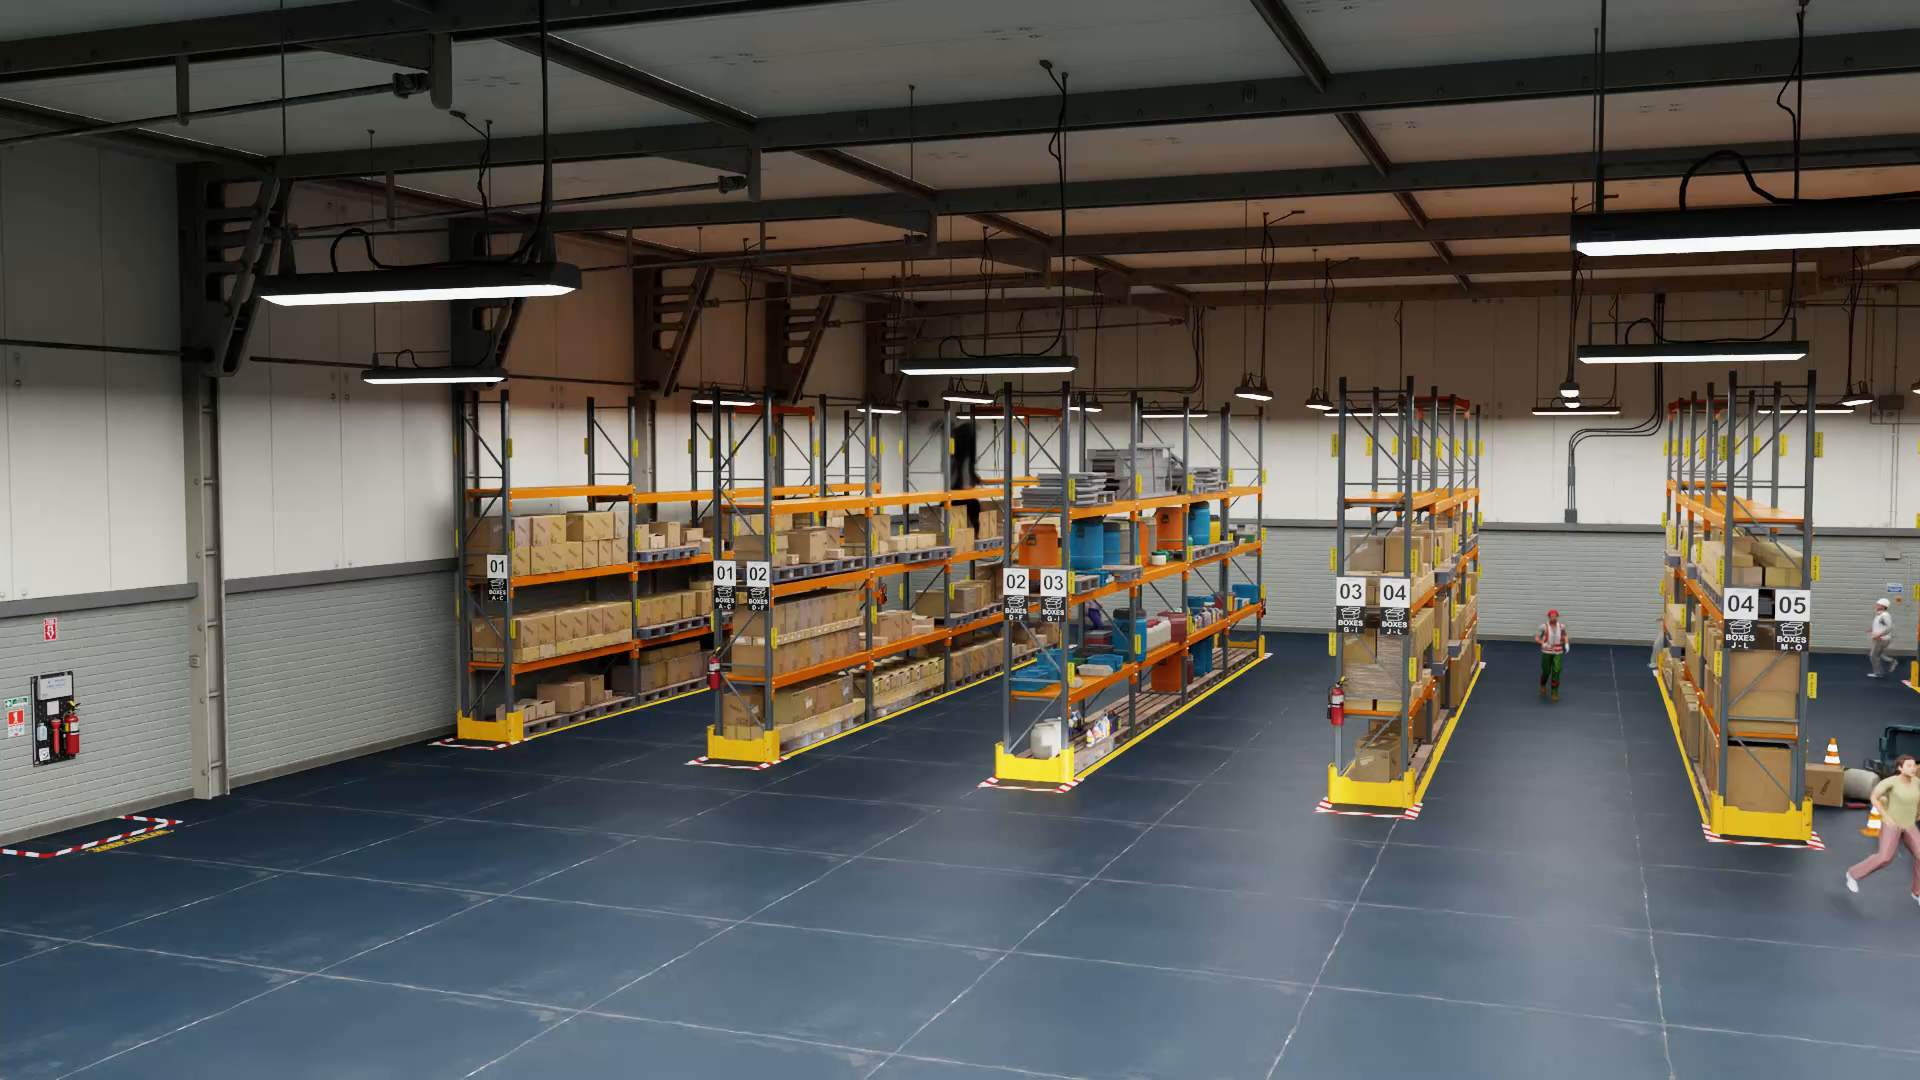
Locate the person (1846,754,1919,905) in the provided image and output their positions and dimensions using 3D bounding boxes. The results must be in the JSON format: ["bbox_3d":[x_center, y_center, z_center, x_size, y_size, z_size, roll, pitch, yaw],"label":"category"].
[{"bbox_3d":[10.338,3.189,18.390,0.806,1.665,0.718,-1,3,-11],"label":"person"}]

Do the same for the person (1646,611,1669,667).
[{"bbox_3d":[16.074,2.093,37.801,0.879,1.675,0.618,2,4,27],"label":"person"}]

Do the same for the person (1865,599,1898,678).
[{"bbox_3d":[20.117,2.142,36.228,0.654,1.731,0.654,1,3,18],"label":"person"}]

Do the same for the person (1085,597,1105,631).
[{"bbox_3d":[3.455,1.865,42.027,0.914,1.595,0.648,2,4,38],"label":"person"}]

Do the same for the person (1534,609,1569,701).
[{"bbox_3d":[11.836,2.276,33.251,0.685,1.795,0.865,0,3,8],"label":"person"}]
